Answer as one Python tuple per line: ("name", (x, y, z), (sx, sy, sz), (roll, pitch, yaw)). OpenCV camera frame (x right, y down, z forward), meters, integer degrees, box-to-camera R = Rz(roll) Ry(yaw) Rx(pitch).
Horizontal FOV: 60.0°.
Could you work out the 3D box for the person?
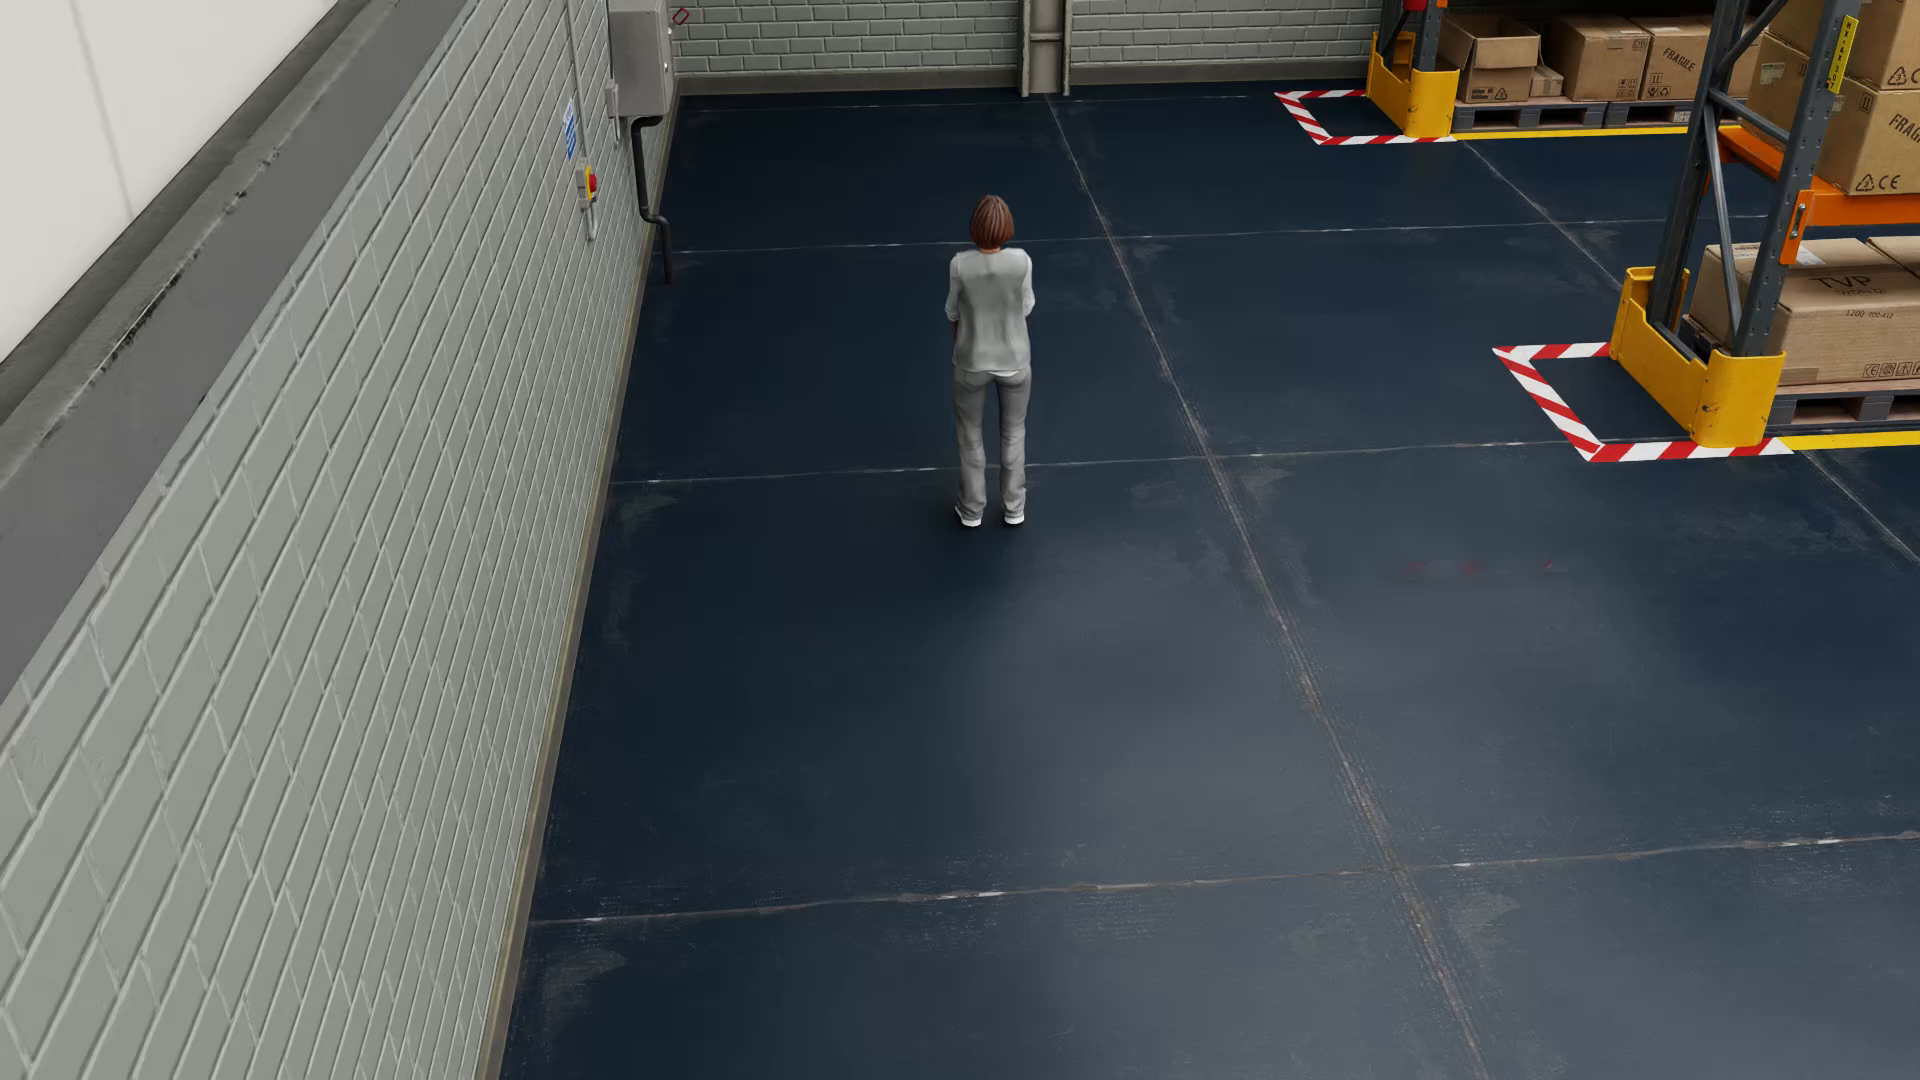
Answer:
("person", (0.132, -0.829, 7.499), (0.401, 1.596, 0.495), (-2, 32, -4))
